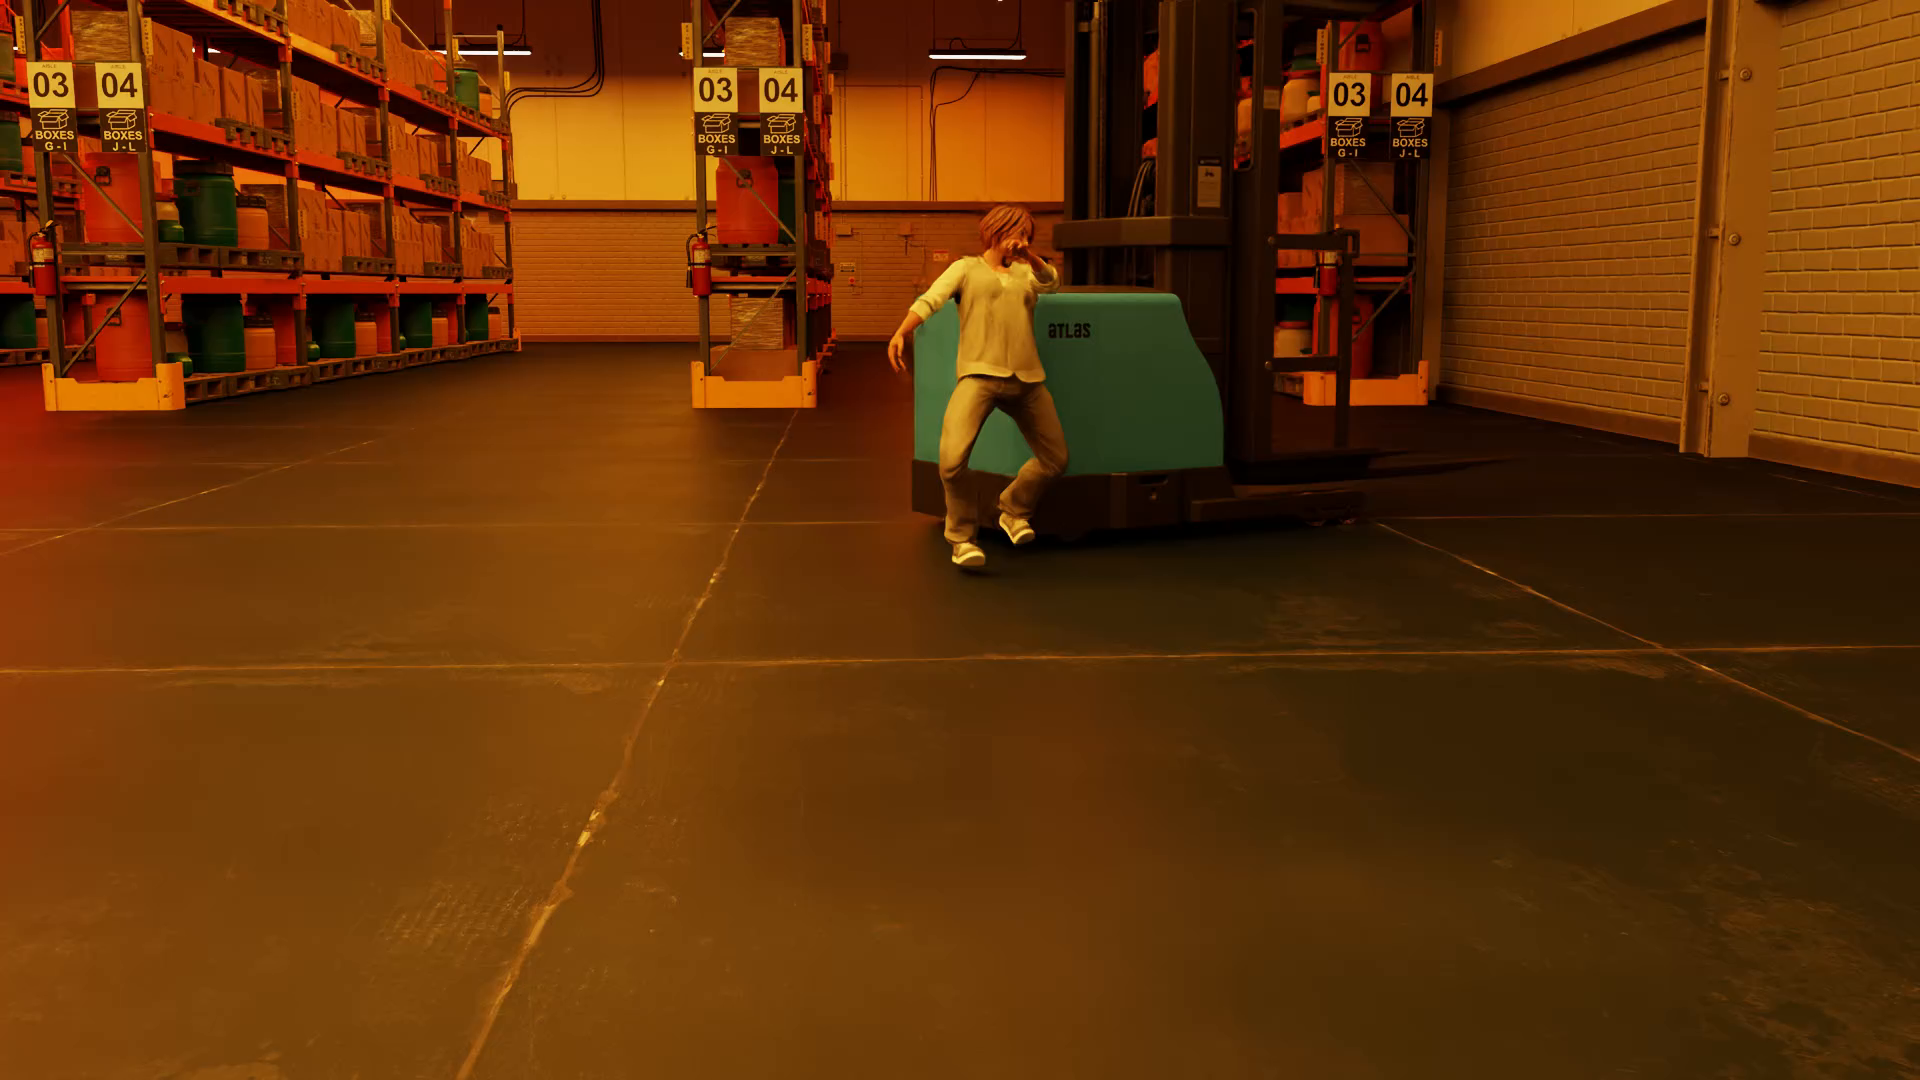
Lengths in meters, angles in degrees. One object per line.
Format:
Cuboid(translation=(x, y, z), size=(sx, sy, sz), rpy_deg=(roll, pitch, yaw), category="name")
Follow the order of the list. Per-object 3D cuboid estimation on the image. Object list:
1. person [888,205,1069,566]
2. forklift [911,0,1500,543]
Cuboid(translation=(0.065, -0.604, 6.434), size=(0.807, 1.388, 0.749), rpy_deg=(-4, 10, -27), category="person")
Cuboid(translation=(1.307, -1.571, 7.911), size=(3.031, 2.935, 1.130), rpy_deg=(-5, 10, -30), category="forklift")
